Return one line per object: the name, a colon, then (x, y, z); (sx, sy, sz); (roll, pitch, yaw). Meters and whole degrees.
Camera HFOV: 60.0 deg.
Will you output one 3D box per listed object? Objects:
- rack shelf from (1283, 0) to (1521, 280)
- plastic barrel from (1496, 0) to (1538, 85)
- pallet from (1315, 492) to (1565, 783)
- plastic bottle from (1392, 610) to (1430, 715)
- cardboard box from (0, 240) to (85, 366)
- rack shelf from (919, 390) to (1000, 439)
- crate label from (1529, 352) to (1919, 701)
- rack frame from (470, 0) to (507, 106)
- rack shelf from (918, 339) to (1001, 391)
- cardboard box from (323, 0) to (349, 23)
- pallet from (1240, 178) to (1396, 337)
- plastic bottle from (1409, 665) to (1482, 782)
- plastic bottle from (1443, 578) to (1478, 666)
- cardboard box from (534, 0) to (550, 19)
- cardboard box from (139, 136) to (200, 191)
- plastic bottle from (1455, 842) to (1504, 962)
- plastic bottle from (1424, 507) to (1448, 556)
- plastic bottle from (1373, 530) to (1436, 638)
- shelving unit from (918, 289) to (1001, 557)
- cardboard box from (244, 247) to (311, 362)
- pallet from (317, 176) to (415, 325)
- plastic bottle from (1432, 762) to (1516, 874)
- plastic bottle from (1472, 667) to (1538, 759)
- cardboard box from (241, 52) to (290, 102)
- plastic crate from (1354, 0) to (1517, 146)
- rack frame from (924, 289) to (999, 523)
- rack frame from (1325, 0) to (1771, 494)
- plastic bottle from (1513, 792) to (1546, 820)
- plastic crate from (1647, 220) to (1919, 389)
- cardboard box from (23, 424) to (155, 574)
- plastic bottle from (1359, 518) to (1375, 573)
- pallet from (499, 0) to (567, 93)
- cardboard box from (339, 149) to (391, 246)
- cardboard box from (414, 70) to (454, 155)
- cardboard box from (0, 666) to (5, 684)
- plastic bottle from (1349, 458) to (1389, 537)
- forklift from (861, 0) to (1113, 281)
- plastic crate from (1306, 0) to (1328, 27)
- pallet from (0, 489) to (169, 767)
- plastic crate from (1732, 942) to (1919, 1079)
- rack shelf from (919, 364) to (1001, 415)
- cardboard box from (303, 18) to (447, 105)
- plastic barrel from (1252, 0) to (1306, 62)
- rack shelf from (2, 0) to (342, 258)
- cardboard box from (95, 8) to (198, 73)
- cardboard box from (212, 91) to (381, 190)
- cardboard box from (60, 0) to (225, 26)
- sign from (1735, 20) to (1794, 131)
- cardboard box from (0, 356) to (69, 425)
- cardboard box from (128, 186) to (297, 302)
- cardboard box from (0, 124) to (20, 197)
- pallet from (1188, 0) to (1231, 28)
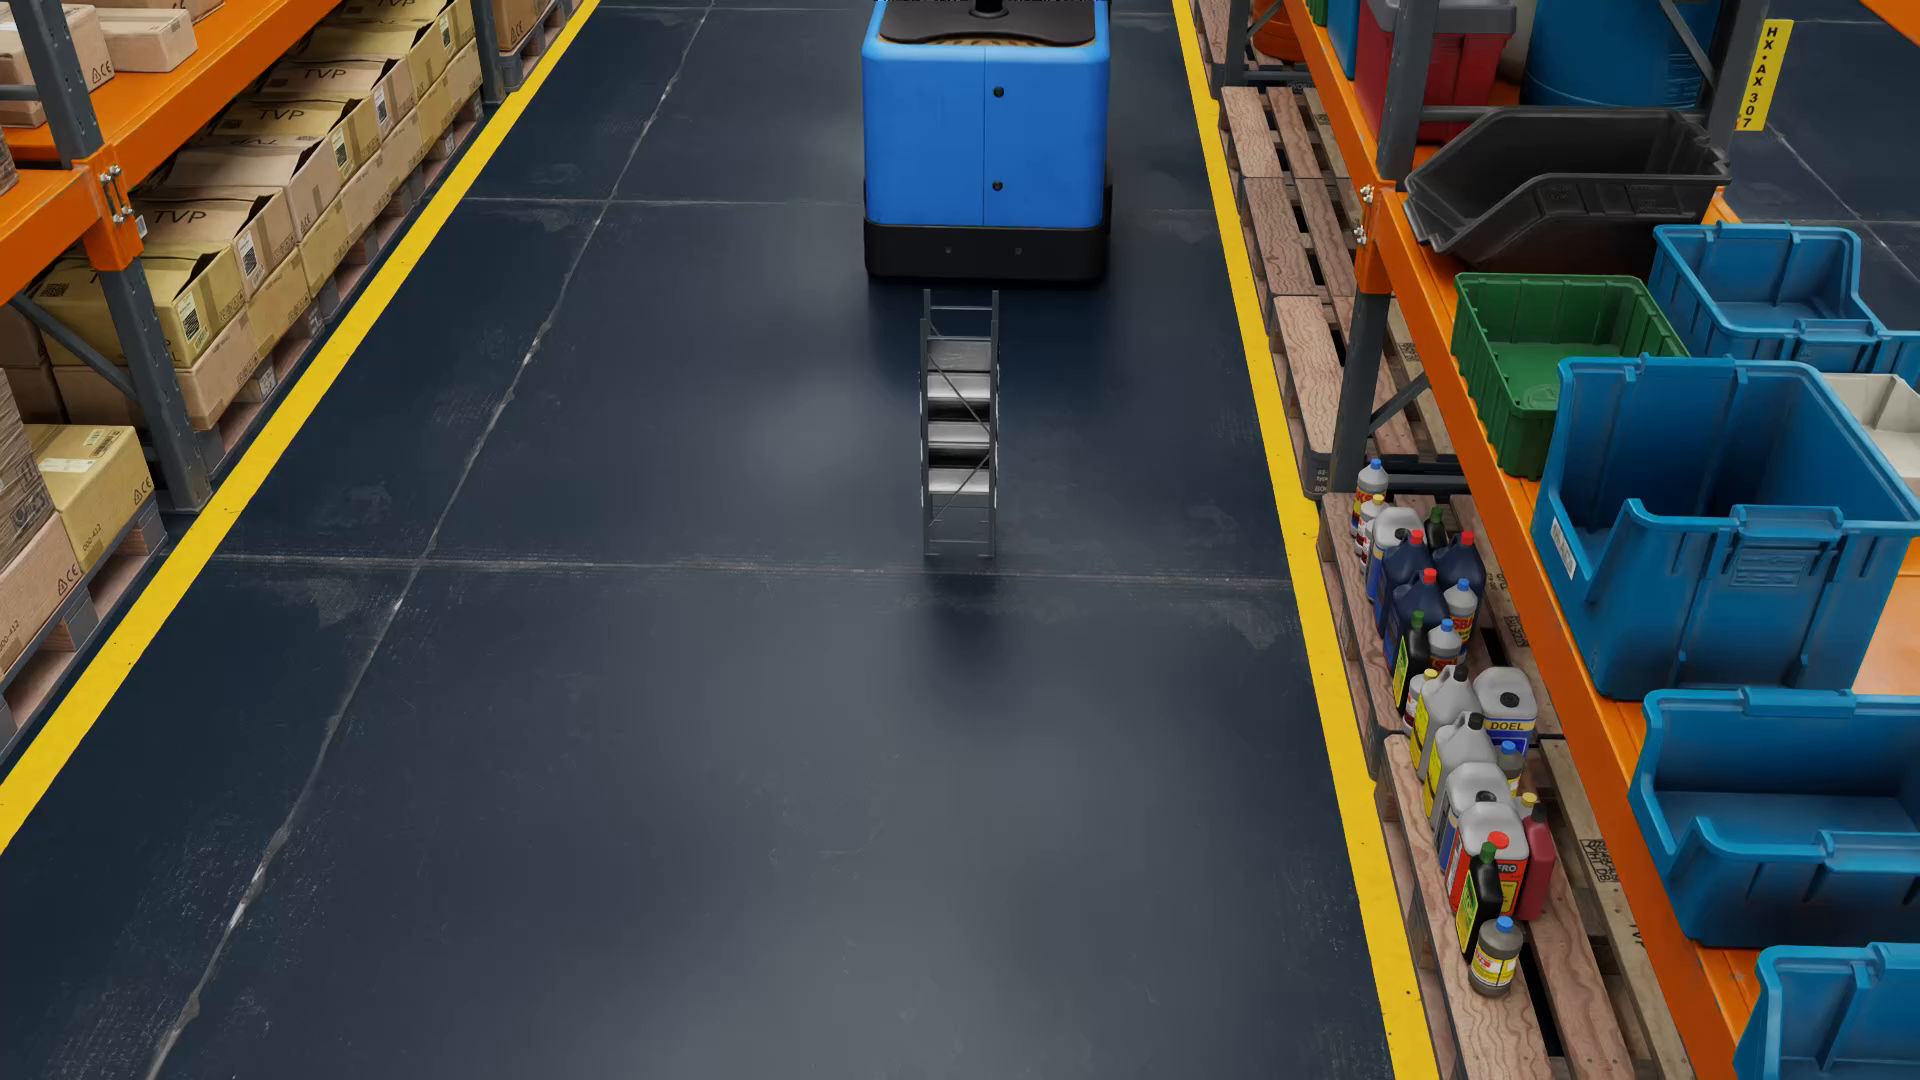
rack shelf: (1.846, -2.103, 6.759); (1.077, 0.370, 4.000); (1, 35, 2)
plastic barrel: (2.023, -1.848, 5.653); (0.433, 0.535, 0.433); (0, 35, 0)
pallet: (1.697, 0.278, 5.171); (1.003, 0.211, 1.213); (1, 35, 2)
plastic bottle: (1.263, 0.340, 4.637); (0.061, 0.283, 0.133); (3, 35, 4)
cardboard box: (-3.454, -0.880, 5.932); (0.500, 0.311, 0.500); (1, 35, 2)
rack shelf: (0.000, -0.419, 5.465); (0.258, 0.077, 0.200); (1, 35, 2)
crate label: (1.409, -0.028, 3.150); (0.502, 0.435, 0.616); (1, 35, 2)
rack frame: (-3.023, -3.663, 8.353); (1.000, 3.000, 0.127); (1, 35, 2)
rack shelf: (0.000, -0.566, 5.362); (0.258, 0.077, 0.200); (1, 35, 2)
cardboard box: (-3.338, -2.645, 8.443); (0.500, 0.311, 0.500); (2, 35, 3)
pallet: (1.805, -1.262, 7.362); (1.003, 0.211, 1.213); (1, 35, 2)
plastic bottle: (1.294, 0.463, 4.404); (0.144, 0.351, 0.185); (1, 35, 2)
plastic bottle: (1.433, 0.229, 4.806); (0.097, 0.271, 0.097); (0, 35, 0)
cardboard box: (-2.704, -3.376, 9.736); (0.500, 0.500, 0.500); (0, 35, 0)
cardboard box: (-3.417, -1.466, 6.765); (0.500, 0.311, 0.500); (1, 35, 2)
plastic bottle: (1.227, 0.849, 3.913); (0.061, 0.283, 0.133); (2, 35, 3)
plastic bottle: (1.435, 0.045, 5.057); (0.061, 0.283, 0.133); (1, 35, 2)
plastic bottle: (1.318, 0.110, 4.906); (0.144, 0.351, 0.185); (2, 35, 3)
shelving unit: (0.000, -0.373, 5.498); (0.258, 0.900, 0.210); (1, 35, 2)
cardboard box: (-2.898, -0.931, 6.492); (0.500, 0.250, 0.500); (2, 35, 3)
pallet: (-3.147, -1.350, 7.488); (1.003, 0.211, 1.213); (1, 35, 2)
plastic bottle: (1.284, 0.695, 4.138); (0.152, 0.276, 0.135); (0, 35, 1)
plastic bottle: (1.443, 0.482, 4.441); (0.152, 0.276, 0.135); (1, 35, 2)
cardboard box: (-3.373, -2.050, 7.596); (0.500, 0.311, 0.500); (0, 35, 1)
plastic crate: (1.479, -1.559, 5.304); (0.402, 0.464, 0.583); (1, 35, 2)
rack frame: (0.004, -0.431, 5.581); (0.240, 0.900, 0.006); (1, 35, 2)
rack frame: (1.766, -1.248, 4.917); (1.000, 3.000, 0.127); (1, 35, 2)
plastic bottle: (1.409, 0.718, 4.170); (0.097, 0.201, 0.097); (0, 35, 0)
plastic crate: (1.992, -0.545, 4.046); (0.499, 0.251, 0.616); (1, 35, 2)
cardboard box: (-2.984, -0.140, 5.366); (0.500, 0.250, 0.500); (1, 35, 2)
plastic bottle: (1.307, 0.007, 5.183); (0.097, 0.201, 0.097); (0, 35, 0)
pallet: (-2.955, -2.950, 9.764); (1.003, 0.211, 1.213); (1, 35, 2)
cardboard box: (-2.859, -1.521, 7.331); (0.500, 0.250, 0.500); (2, 35, 3)
cardboard box: (-2.818, -2.105, 8.163); (0.500, 0.250, 0.500); (1, 35, 1)
cardboard box: (-3.019, 0.435, 4.549); (0.500, 0.250, 0.500); (1, 35, 2)
plastic bottle: (1.315, -0.139, 5.329); (0.097, 0.271, 0.097); (0, 35, 0)
forklift: (0.179, -3.150, 7.683); (1.130, 2.935, 3.031); (2, 35, 2)
plastic crate: (1.553, -2.168, 6.411); (0.450, 0.188, 0.662); (1, 35, 2)
pallet: (-3.257, 0.232, 5.236); (1.003, 0.211, 1.213); (1, 35, 2)
plastic crate: (1.326, 0.817, 2.109); (0.499, 0.251, 0.616); (1, 35, 2)
rack shelf: (0.000, -0.493, 5.414); (0.258, 0.077, 0.200); (1, 35, 2)
cardboard box: (-2.812, -2.333, 8.000); (0.500, 0.311, 0.500); (1, 35, 1)
plastic barrel: (1.929, -3.111, 9.091); (0.600, 0.830, 0.708); (1, 35, 2)
rack shelf: (-3.103, -2.219, 6.924); (1.077, 0.370, 4.000); (1, 35, 2)
cardboard box: (-2.944, -1.766, 5.873); (0.380, 0.149, 0.250); (1, 35, 2)
cardboard box: (-2.858, -1.756, 7.178); (0.500, 0.311, 0.500); (2, 35, 3)
cardboard box: (-3.115, -2.149, 6.112); (0.500, 0.500, 0.500); (4, 35, 5)
sign: (2.315, -1.342, 4.810); (0.100, 0.325, 0.005); (1, 35, 2)
cardboard box: (-3.457, -0.656, 6.101); (0.500, 0.250, 0.500); (1, 35, 1)
cardboard box: (-2.893, -1.160, 6.330); (0.500, 0.311, 0.500); (1, 35, 1)
cardboard box: (-3.195, -1.150, 4.691); (0.700, 0.500, 0.500); (0, 35, 1)
pallet: (1.968, -3.558, 10.629); (1.003, 0.211, 1.213); (1, 35, 2)
